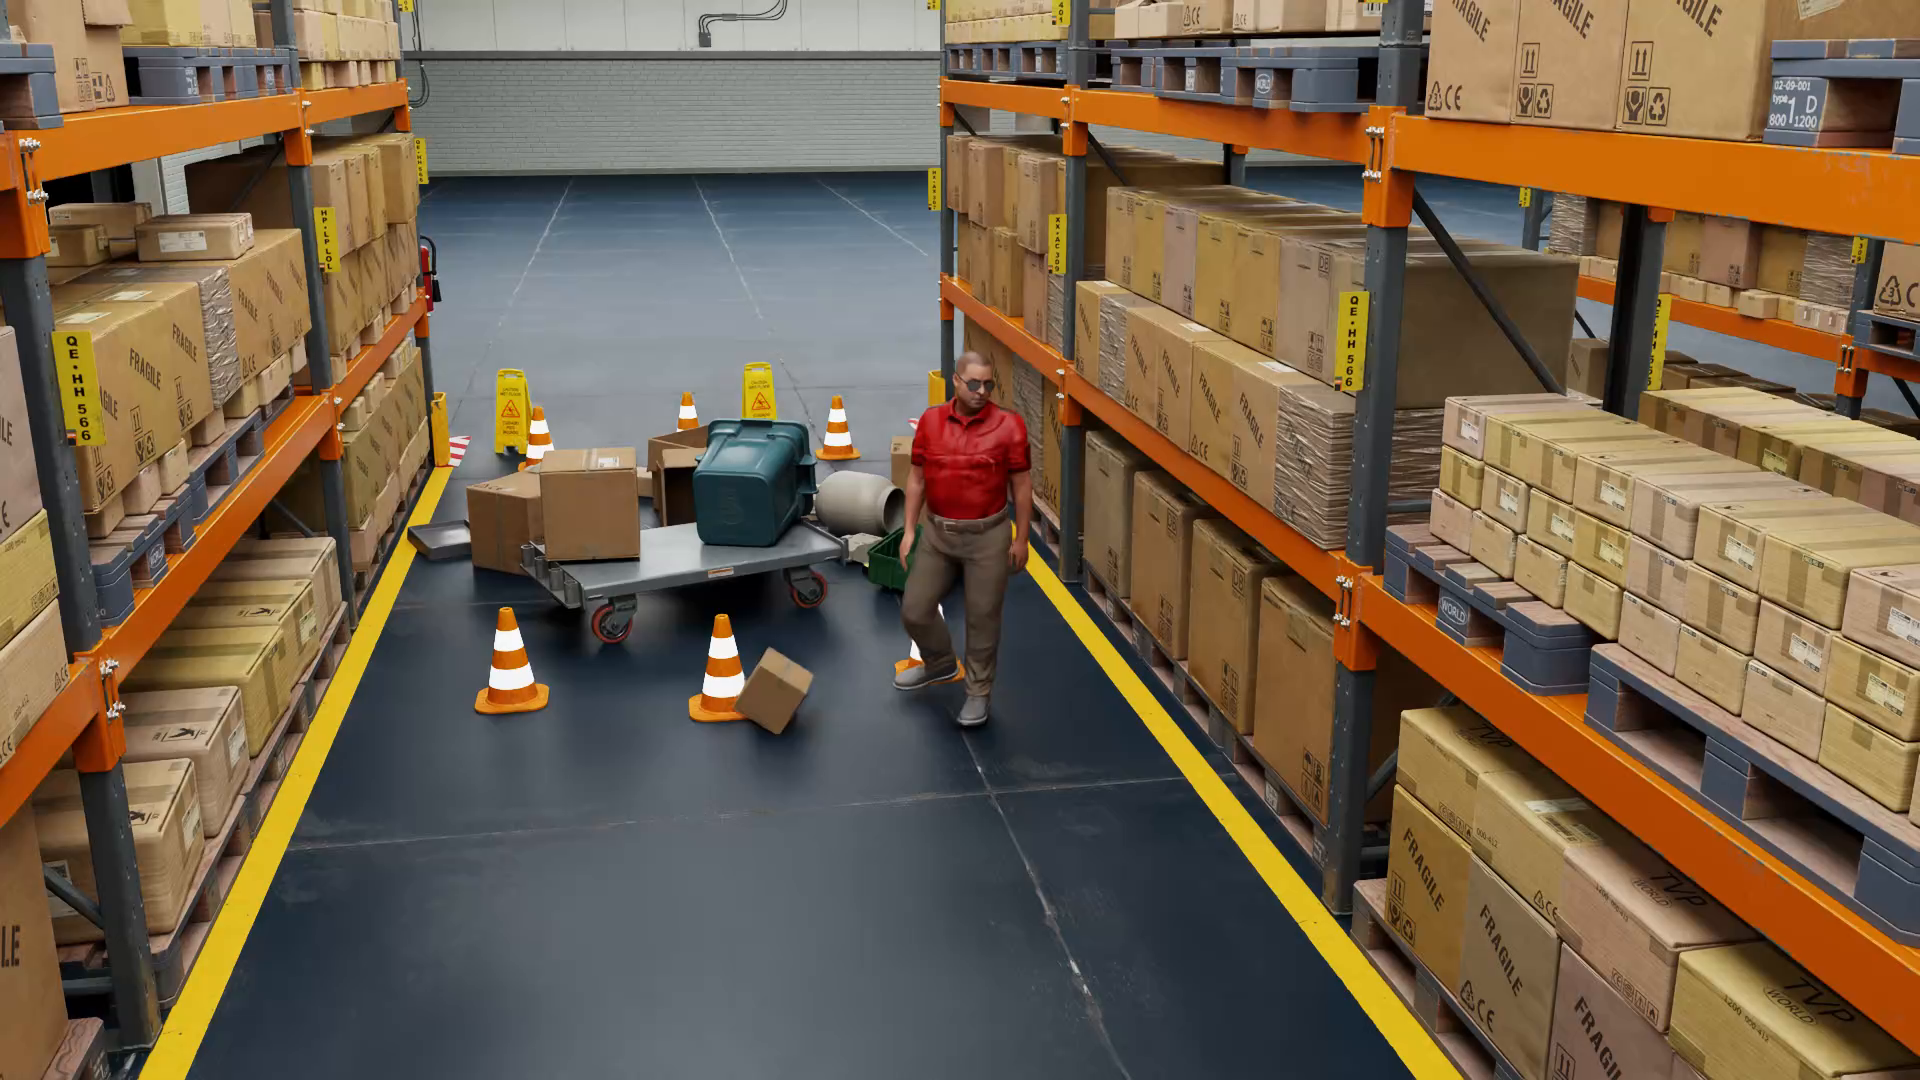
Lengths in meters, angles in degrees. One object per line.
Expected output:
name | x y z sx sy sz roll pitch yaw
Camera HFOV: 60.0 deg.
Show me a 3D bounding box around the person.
person | -0.022 -0.021 7.578 0.715 1.718 0.489 6 17 19
